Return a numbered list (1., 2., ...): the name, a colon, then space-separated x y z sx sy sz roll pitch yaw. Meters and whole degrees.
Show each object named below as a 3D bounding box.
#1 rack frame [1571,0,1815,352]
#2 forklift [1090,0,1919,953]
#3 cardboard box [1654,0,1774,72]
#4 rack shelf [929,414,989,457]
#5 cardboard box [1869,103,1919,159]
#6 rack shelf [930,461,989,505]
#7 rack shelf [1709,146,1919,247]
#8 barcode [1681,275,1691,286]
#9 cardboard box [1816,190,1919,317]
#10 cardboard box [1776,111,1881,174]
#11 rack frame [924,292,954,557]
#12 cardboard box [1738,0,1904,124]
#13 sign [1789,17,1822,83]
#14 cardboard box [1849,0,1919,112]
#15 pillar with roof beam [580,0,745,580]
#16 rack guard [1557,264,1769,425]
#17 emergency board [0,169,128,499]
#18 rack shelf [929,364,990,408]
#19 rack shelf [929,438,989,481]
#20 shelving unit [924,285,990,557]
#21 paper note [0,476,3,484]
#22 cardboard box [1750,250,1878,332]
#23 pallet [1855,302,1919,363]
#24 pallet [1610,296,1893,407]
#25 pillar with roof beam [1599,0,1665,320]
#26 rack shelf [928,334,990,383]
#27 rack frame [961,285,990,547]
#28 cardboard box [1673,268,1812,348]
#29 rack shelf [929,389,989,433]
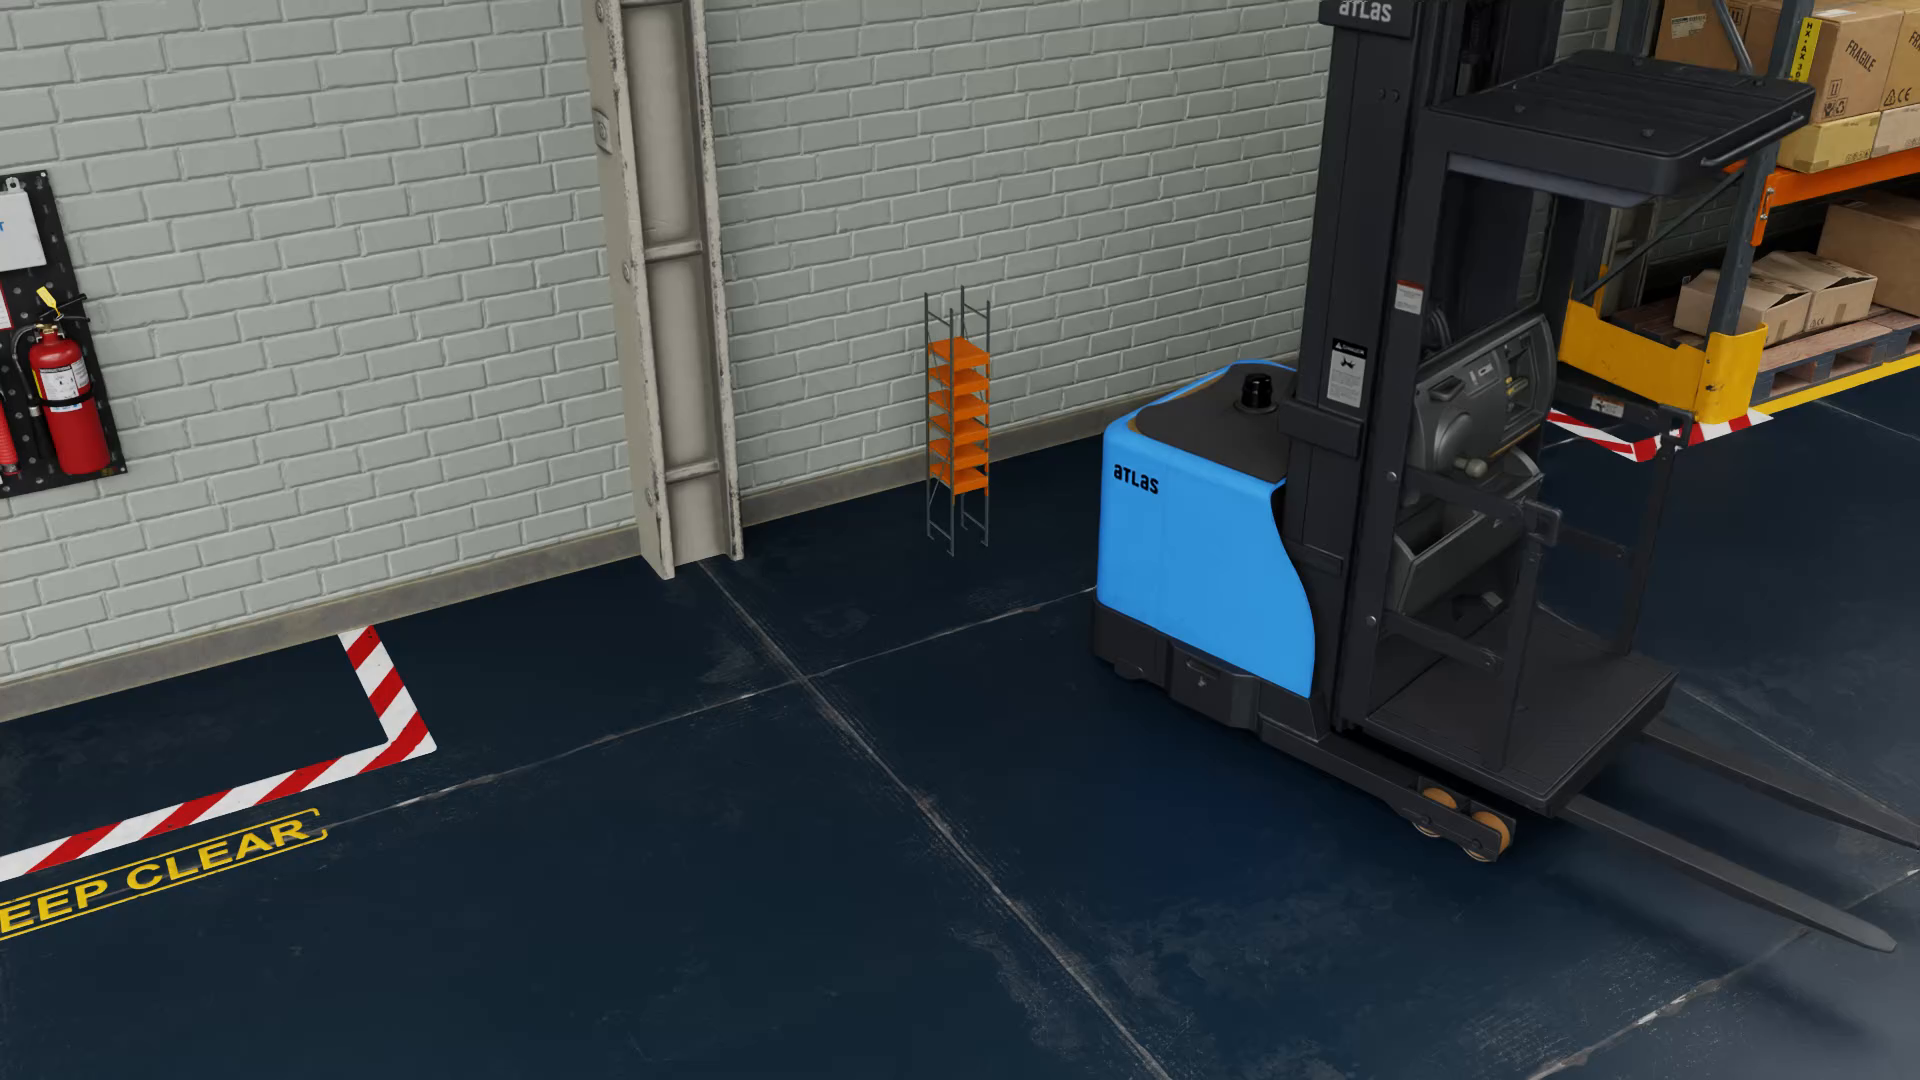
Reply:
1. rack frame: 3.777 -2.184 8.603 0.127 3.000 1.000 -16 33 -26
2. forklift: 1.948 -0.460 5.551 3.031 2.935 1.130 25 37 37
3. cardboard box: 4.076 -2.659 8.823 0.500 0.500 0.500 -16 33 -27
4. rack shelf: -0.012 -0.483 7.475 0.180 0.103 0.258 -16 33 -26
5. cardboard box: 4.799 -2.247 8.852 0.500 0.250 0.500 -17 33 -28
6. rack shelf: -0.012 -0.273 7.591 0.180 0.103 0.258 -16 33 -26
7. rack shelf: 5.501 -2.359 9.664 4.000 0.370 1.077 -16 33 -26
8. barcode: 4.232 -1.506 9.693 0.075 0.075 0.001 -16 33 -26
9. cardboard box: 5.568 -1.712 9.880 0.500 0.500 0.700 -18 34 -29
10. cardboard box: 4.358 -2.114 8.611 0.500 0.250 0.500 -17 33 -28
11. rack frame: -0.091 -0.499 7.413 0.006 1.200 0.240 -16 33 -26
12. cardboard box: 4.341 -2.447 8.438 0.500 0.500 0.500 -16 33 -26
13. sign: 4.052 -2.337 7.984 0.005 0.325 0.100 -16 33 -26
14. cardboard box: 4.772 -2.564 8.650 0.500 0.500 0.500 -16 33 -26
15. pillar with roof beam: 0.950 -2.080 2.206 0.400 9.000 9.100 -16 33 -26
16. rack guard: 3.842 -1.108 9.241 0.348 0.500 1.175 -16 33 -26
17. emergency board: -3.381 -0.658 5.838 0.643 1.169 0.194 -16 33 -26
18. rack shelf: -0.012 -0.693 7.359 0.180 0.103 0.258 -16 33 -26
19. rack shelf: -0.012 -0.378 7.533 0.180 0.103 0.258 -16 33 -26
20. shelving unit: -0.012 -0.522 7.454 0.189 1.200 0.258 -16 33 -26
21. paper note: -3.568 -0.258 6.024 0.142 0.148 0.016 -16 33 -26
22. cardboard box: 4.910 -1.471 9.638 0.500 0.311 0.500 -13 31 -22
23. pallet: 5.611 -1.463 10.182 1.213 0.211 1.003 -16 33 -26
24. pallet: 4.561 -1.166 9.644 1.213 0.211 1.003 -16 33 -26
25. pillar with roof beam: 6.123 -3.549 4.867 0.400 9.000 9.100 -16 33 -26
26. rack shelf: -0.012 -0.798 7.301 0.180 0.103 0.258 -16 33 -26
27. rack frame: 0.066 -0.544 7.494 0.006 1.200 0.240 -16 33 -26
28. cardboard box: 4.419 -1.331 9.385 0.500 0.311 0.500 -20 35 -32
29. rack shelf: -0.012 -0.588 7.417 0.180 0.103 0.258 -16 33 -26
